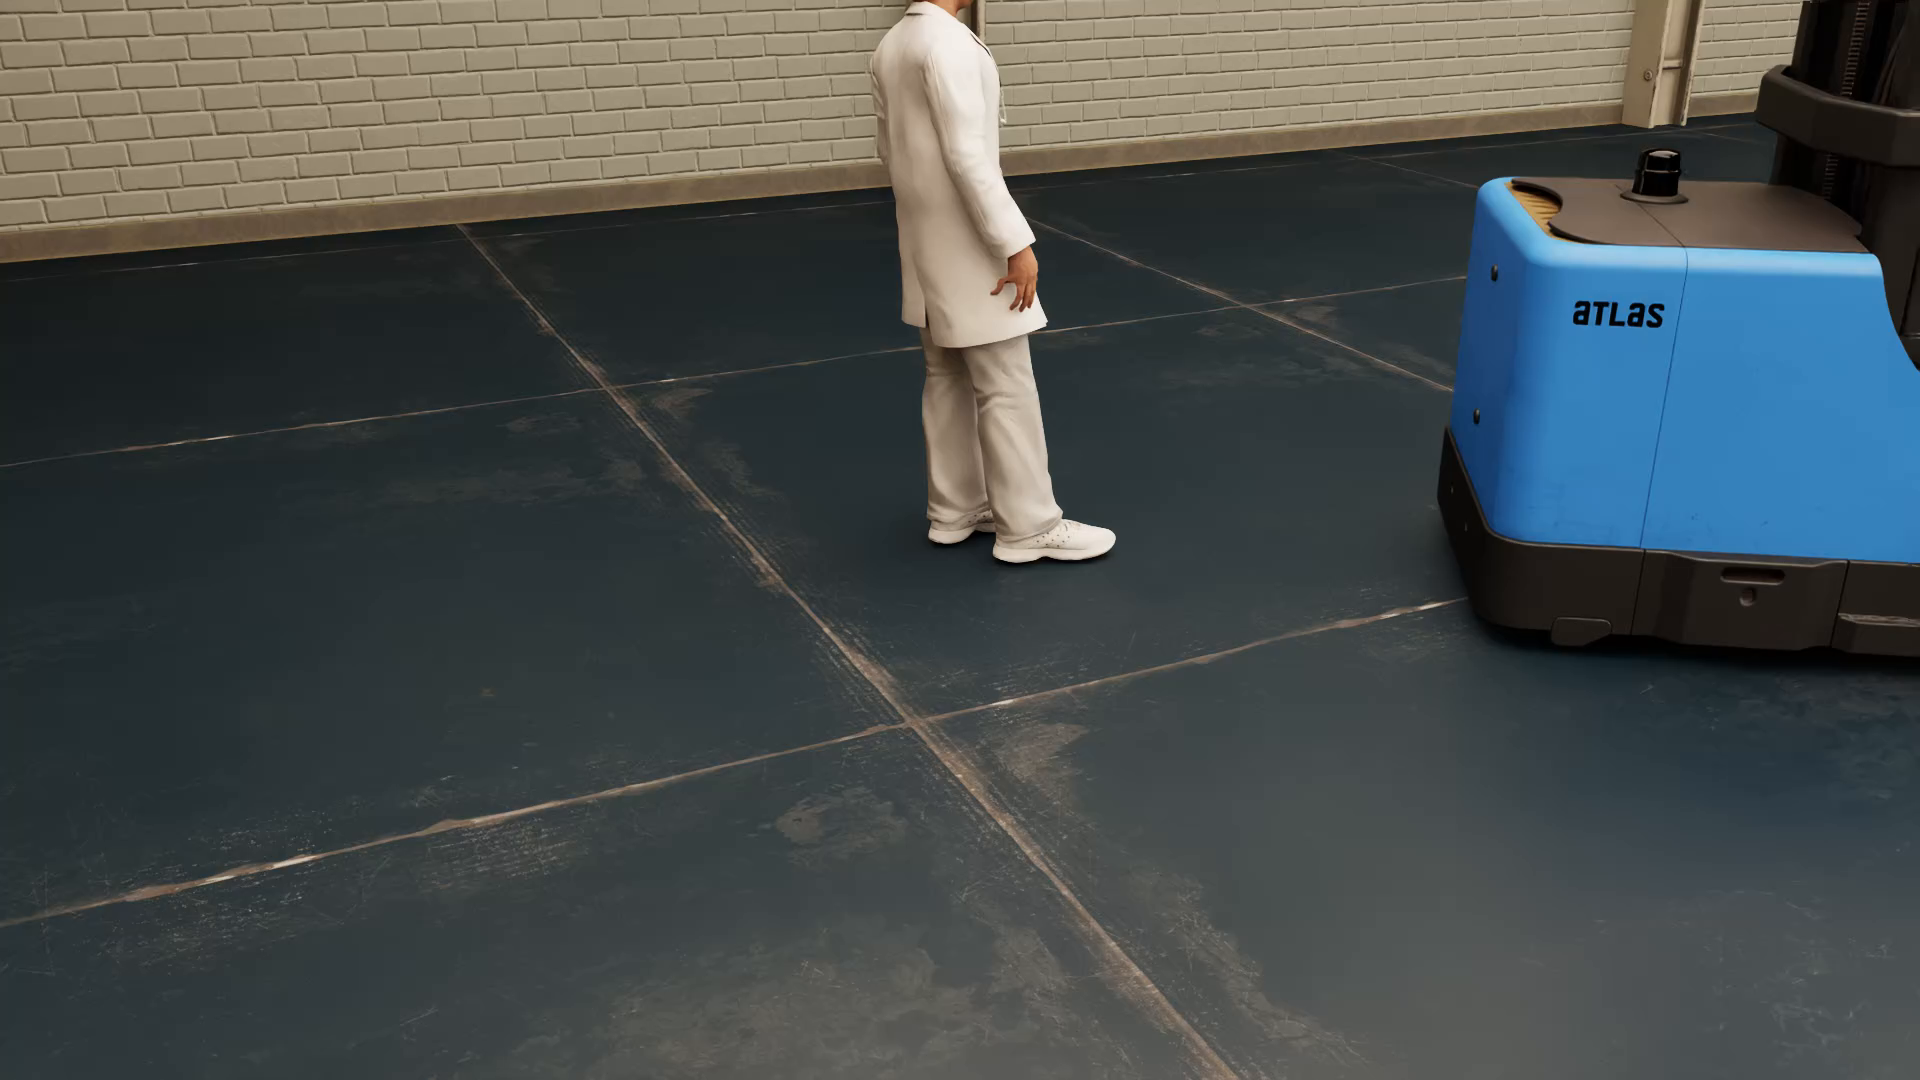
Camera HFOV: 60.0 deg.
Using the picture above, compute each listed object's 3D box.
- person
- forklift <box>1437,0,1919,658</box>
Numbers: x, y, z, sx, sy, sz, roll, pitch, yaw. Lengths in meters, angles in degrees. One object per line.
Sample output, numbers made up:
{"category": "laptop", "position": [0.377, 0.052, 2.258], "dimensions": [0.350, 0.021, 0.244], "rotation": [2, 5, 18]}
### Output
{"category": "person", "position": [0.084, -0.840, 4.794], "dimensions": [0.581, 1.775, 0.696], "rotation": [-10, 25, -23]}
{"category": "forklift", "position": [2.940, -1.175, 4.115], "dimensions": [3.031, 2.935, 1.130], "rotation": [3, 23, 8]}
